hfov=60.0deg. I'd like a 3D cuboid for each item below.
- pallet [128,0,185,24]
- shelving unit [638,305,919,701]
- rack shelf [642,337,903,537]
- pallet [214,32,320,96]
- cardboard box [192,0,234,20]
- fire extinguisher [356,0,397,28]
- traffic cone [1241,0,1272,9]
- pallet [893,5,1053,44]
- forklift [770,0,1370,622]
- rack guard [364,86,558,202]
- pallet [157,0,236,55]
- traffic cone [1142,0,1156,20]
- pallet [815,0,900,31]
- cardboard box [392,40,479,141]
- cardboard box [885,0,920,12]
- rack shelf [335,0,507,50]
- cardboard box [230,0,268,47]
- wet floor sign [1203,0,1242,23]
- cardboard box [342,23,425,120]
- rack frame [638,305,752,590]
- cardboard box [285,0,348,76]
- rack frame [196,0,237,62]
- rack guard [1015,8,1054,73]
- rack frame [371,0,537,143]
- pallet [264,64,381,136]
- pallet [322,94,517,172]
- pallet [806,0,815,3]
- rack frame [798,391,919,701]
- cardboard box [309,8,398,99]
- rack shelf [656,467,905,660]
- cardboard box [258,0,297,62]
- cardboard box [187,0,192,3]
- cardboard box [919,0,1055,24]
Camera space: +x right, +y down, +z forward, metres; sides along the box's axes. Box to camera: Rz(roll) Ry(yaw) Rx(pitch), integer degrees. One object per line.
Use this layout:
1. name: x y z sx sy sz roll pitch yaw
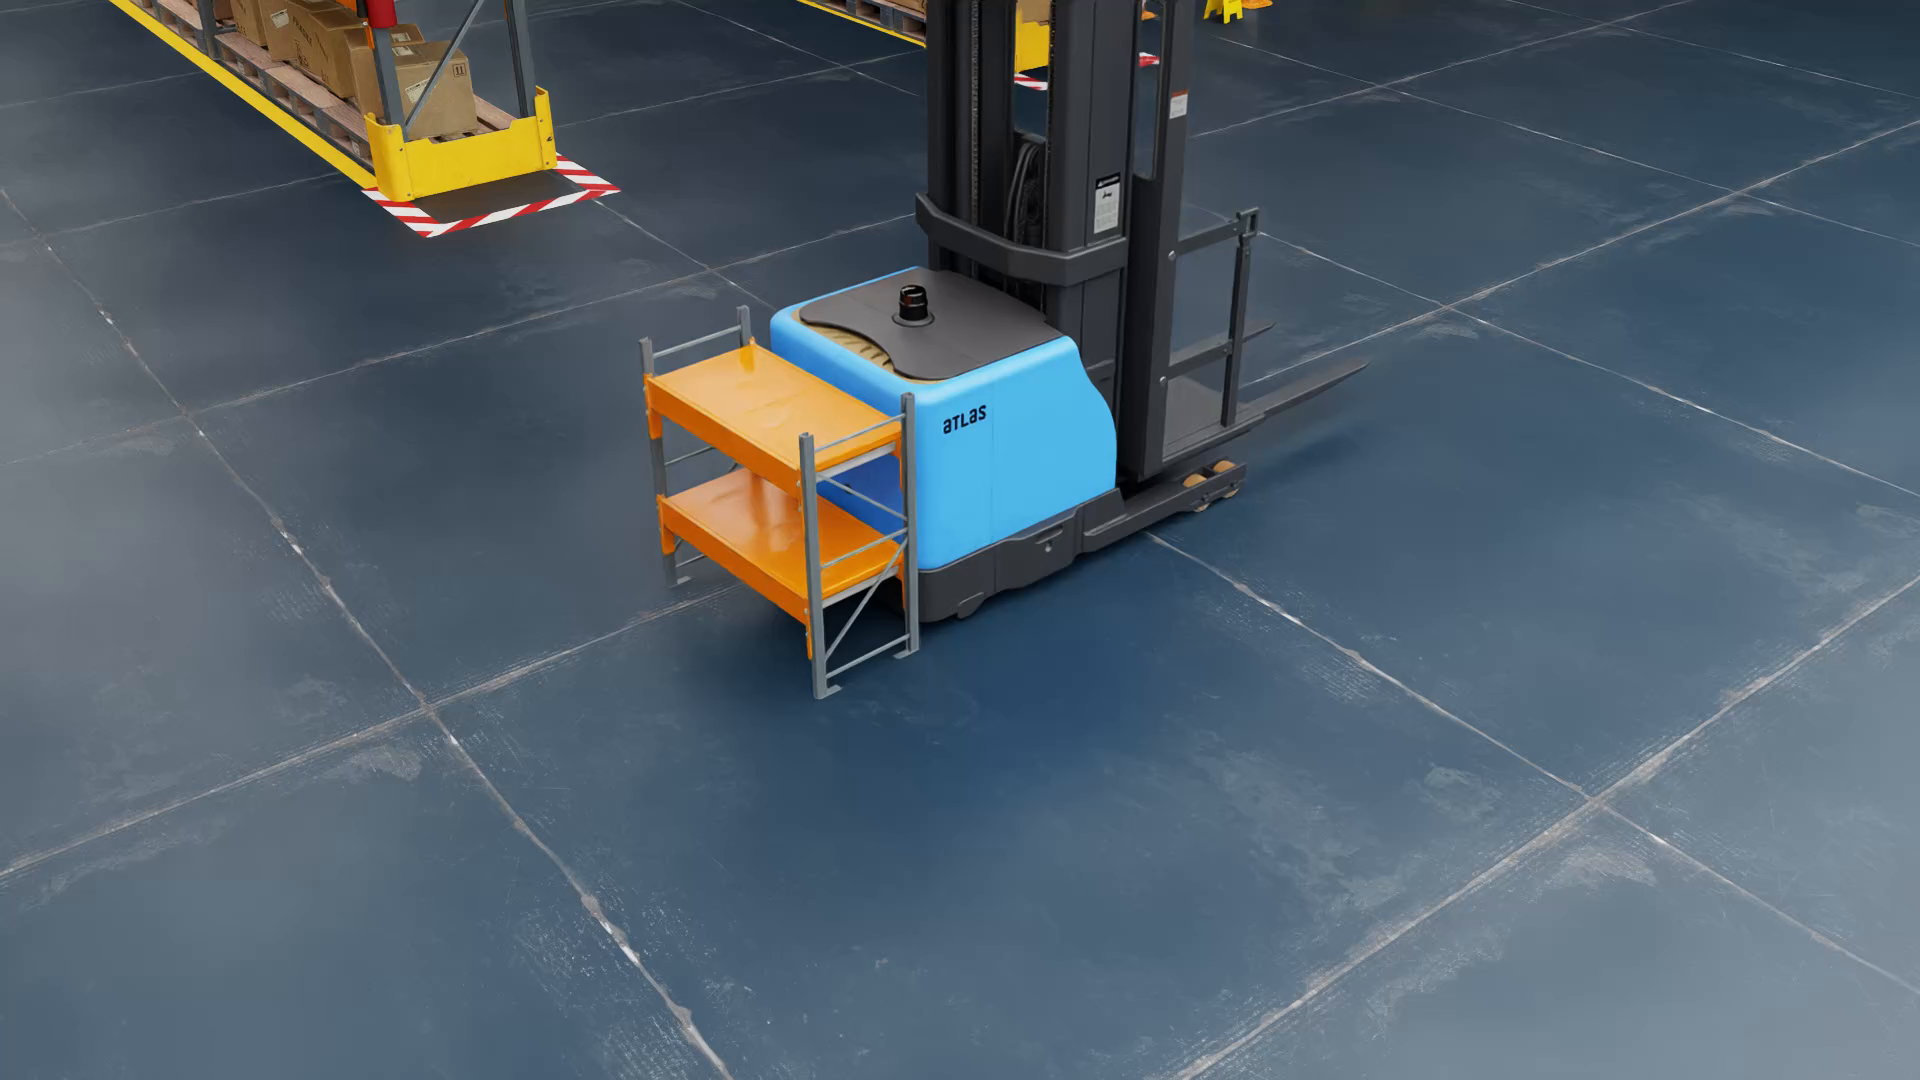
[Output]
1. pallet: -6.931 -4.993 15.089 1.003 0.211 1.213 -22 38 -31
2. shelving unit: -0.695 -0.165 6.449 0.538 1.125 1.048 -25 40 -34
3. rack shelf: -0.695 -0.414 6.295 0.538 0.278 1.000 -25 40 -34
4. pallet: -5.260 -3.892 13.316 1.003 0.211 1.213 -22 38 -31
5. cardboard box: -6.059 -4.733 13.979 0.700 0.500 0.500 -26 40 -35
6. fire extinguisher: -3.541 -3.448 10.032 0.296 0.674 0.183 -22 38 -31
7. traffic cone: 2.630 -5.067 14.970 0.336 0.463 0.334 -22 38 -31
8. pallet: 0.181 -4.364 14.076 1.003 0.211 1.213 -22 38 -31
9. forklift: 0.668 -1.561 6.986 3.031 2.935 1.130 -24 39 -33
10. rack guard: -3.294 -2.648 11.039 1.175 0.500 0.348 -22 38 -31
11. pallet: -6.178 -4.484 14.270 1.003 0.211 1.213 -22 38 -31
12. traffic cone: 1.529 -4.843 14.610 0.336 0.463 0.334 -22 38 -31
13. pallet: -0.563 -4.872 14.894 1.003 0.211 1.213 -22 38 -31
14. cardboard box: -3.617 -3.060 11.305 0.500 0.500 0.500 -15 35 -23
15. cardboard box: -0.276 -5.143 14.304 0.875 0.875 0.875 -23 39 -32
16. rack shelf: -4.473 -4.206 11.860 1.077 0.370 4.000 -22 38 -31
17. cardboard box: -5.486 -4.282 13.272 0.500 0.500 0.500 -24 39 -33
18. wet floor sign: 2.315 -4.869 14.477 0.232 0.644 0.267 26 40 35
19. cardboard box: -4.010 -3.298 11.688 0.500 0.500 0.500 -12 34 -19
20. rack frame: -1.033 -0.365 6.772 0.500 1.125 0.032 -25 40 -34
21. cardboard box: -4.686 -3.812 12.516 0.500 0.500 0.500 -26 40 -35
22. rack frame: -5.700 -5.345 13.012 1.000 3.000 0.127 -22 38 -31
23. rack guard: 0.748 -4.168 13.488 1.175 0.500 0.348 -22 38 -31
24. rack frame: -3.247 -3.678 10.328 1.000 3.000 0.127 -22 38 -31
25. pallet: -4.508 -3.383 12.497 1.003 0.211 1.213 -22 38 -31
26. pallet: -3.764 -2.875 11.679 1.003 0.211 1.213 -22 38 -31
27. pallet: -1.315 -5.381 15.713 1.003 0.211 1.213 -22 38 -31
28. rack frame: -0.358 0.035 6.127 0.500 1.125 0.032 -25 40 -34
29. cardboard box: -4.379 -3.565 12.118 0.500 0.500 0.500 -19 36 -27
30. rack shelf: -0.695 0.043 6.578 0.538 0.278 1.000 -25 40 -34
31. cardboard box: -5.129 -4.045 12.892 0.500 0.500 0.500 -11 33 -16
32. cardboard box: -6.337 -4.938 14.309 0.700 0.500 0.500 -23 38 -32
33. cardboard box: 0.265 -4.777 13.715 0.875 0.875 0.875 -22 38 -31
